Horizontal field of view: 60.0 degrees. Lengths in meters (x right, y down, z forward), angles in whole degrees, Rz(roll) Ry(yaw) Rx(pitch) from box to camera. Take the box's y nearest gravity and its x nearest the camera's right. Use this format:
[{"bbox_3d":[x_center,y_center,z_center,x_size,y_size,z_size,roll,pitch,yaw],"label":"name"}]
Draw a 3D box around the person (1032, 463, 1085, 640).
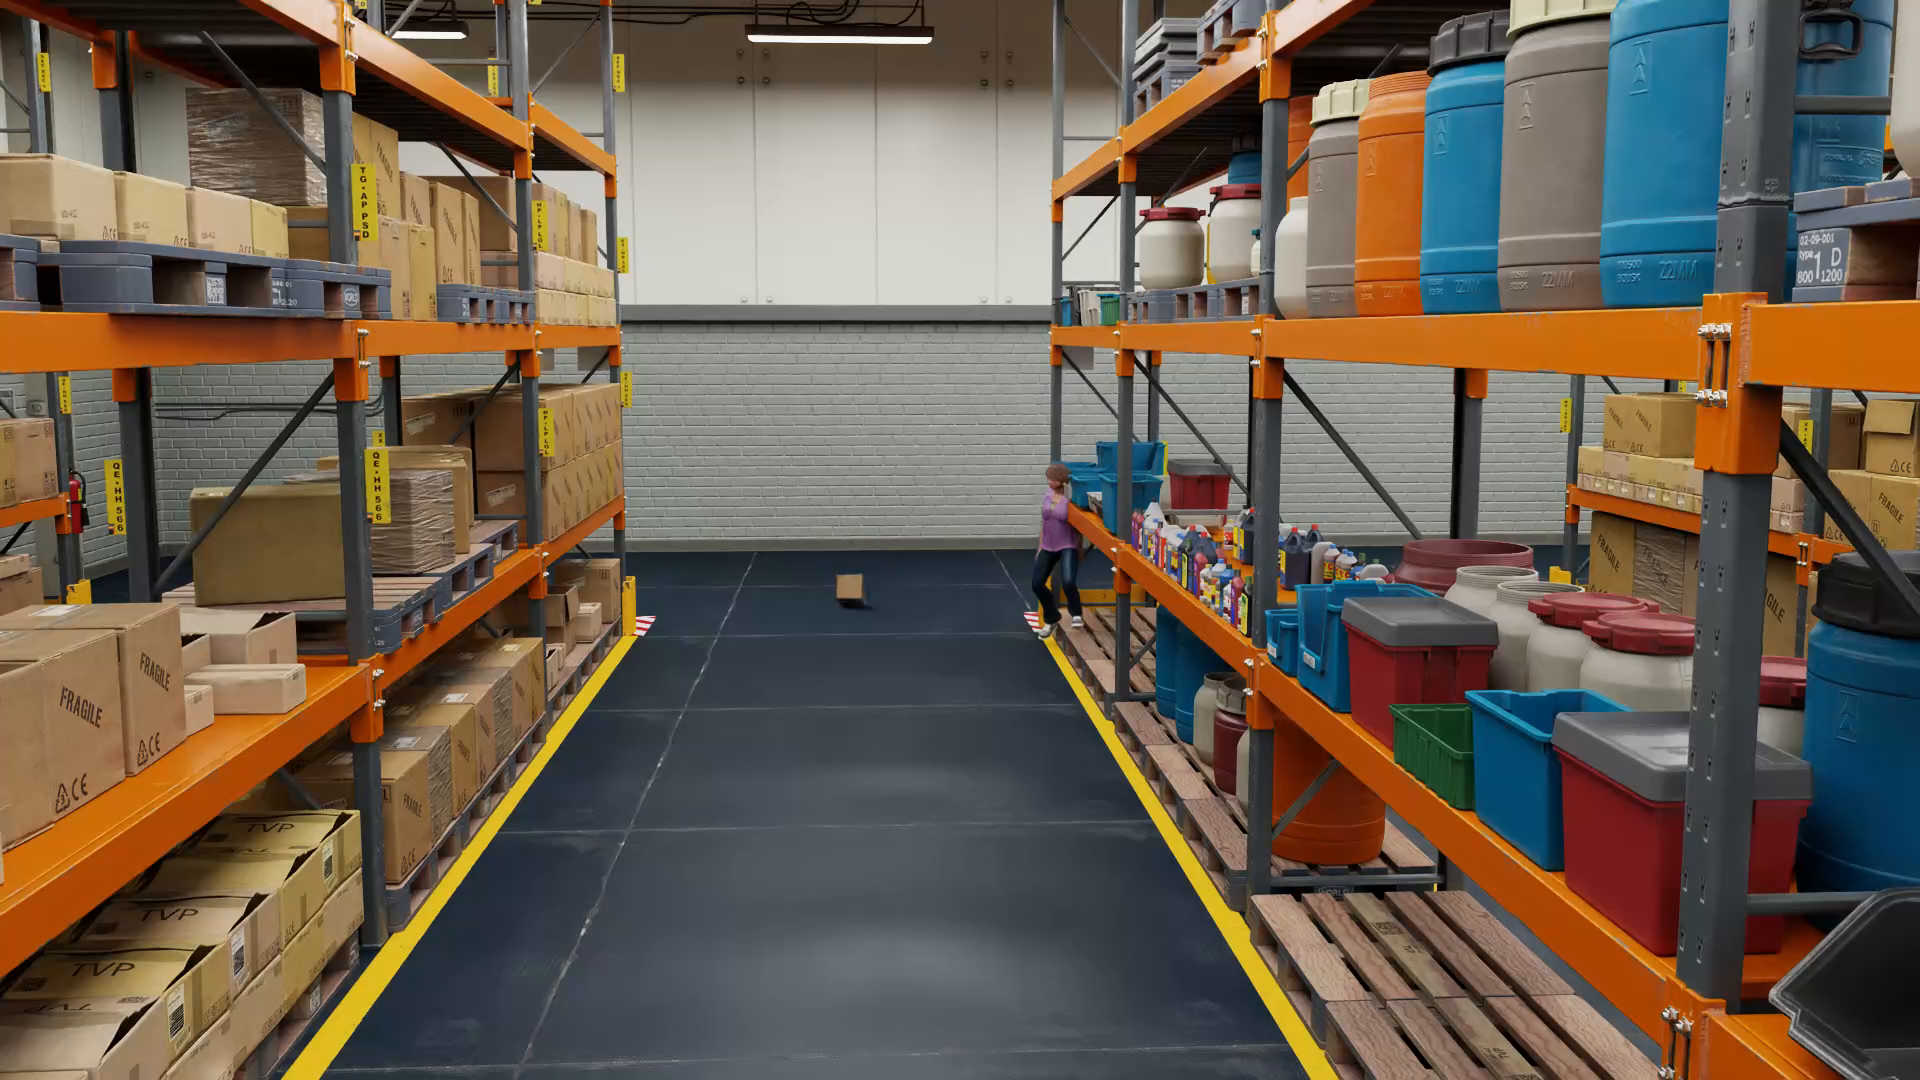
[{"bbox_3d":[0.879,0.113,14.495,0.492,1.579,0.447,5,9,35],"label":"person"}]
